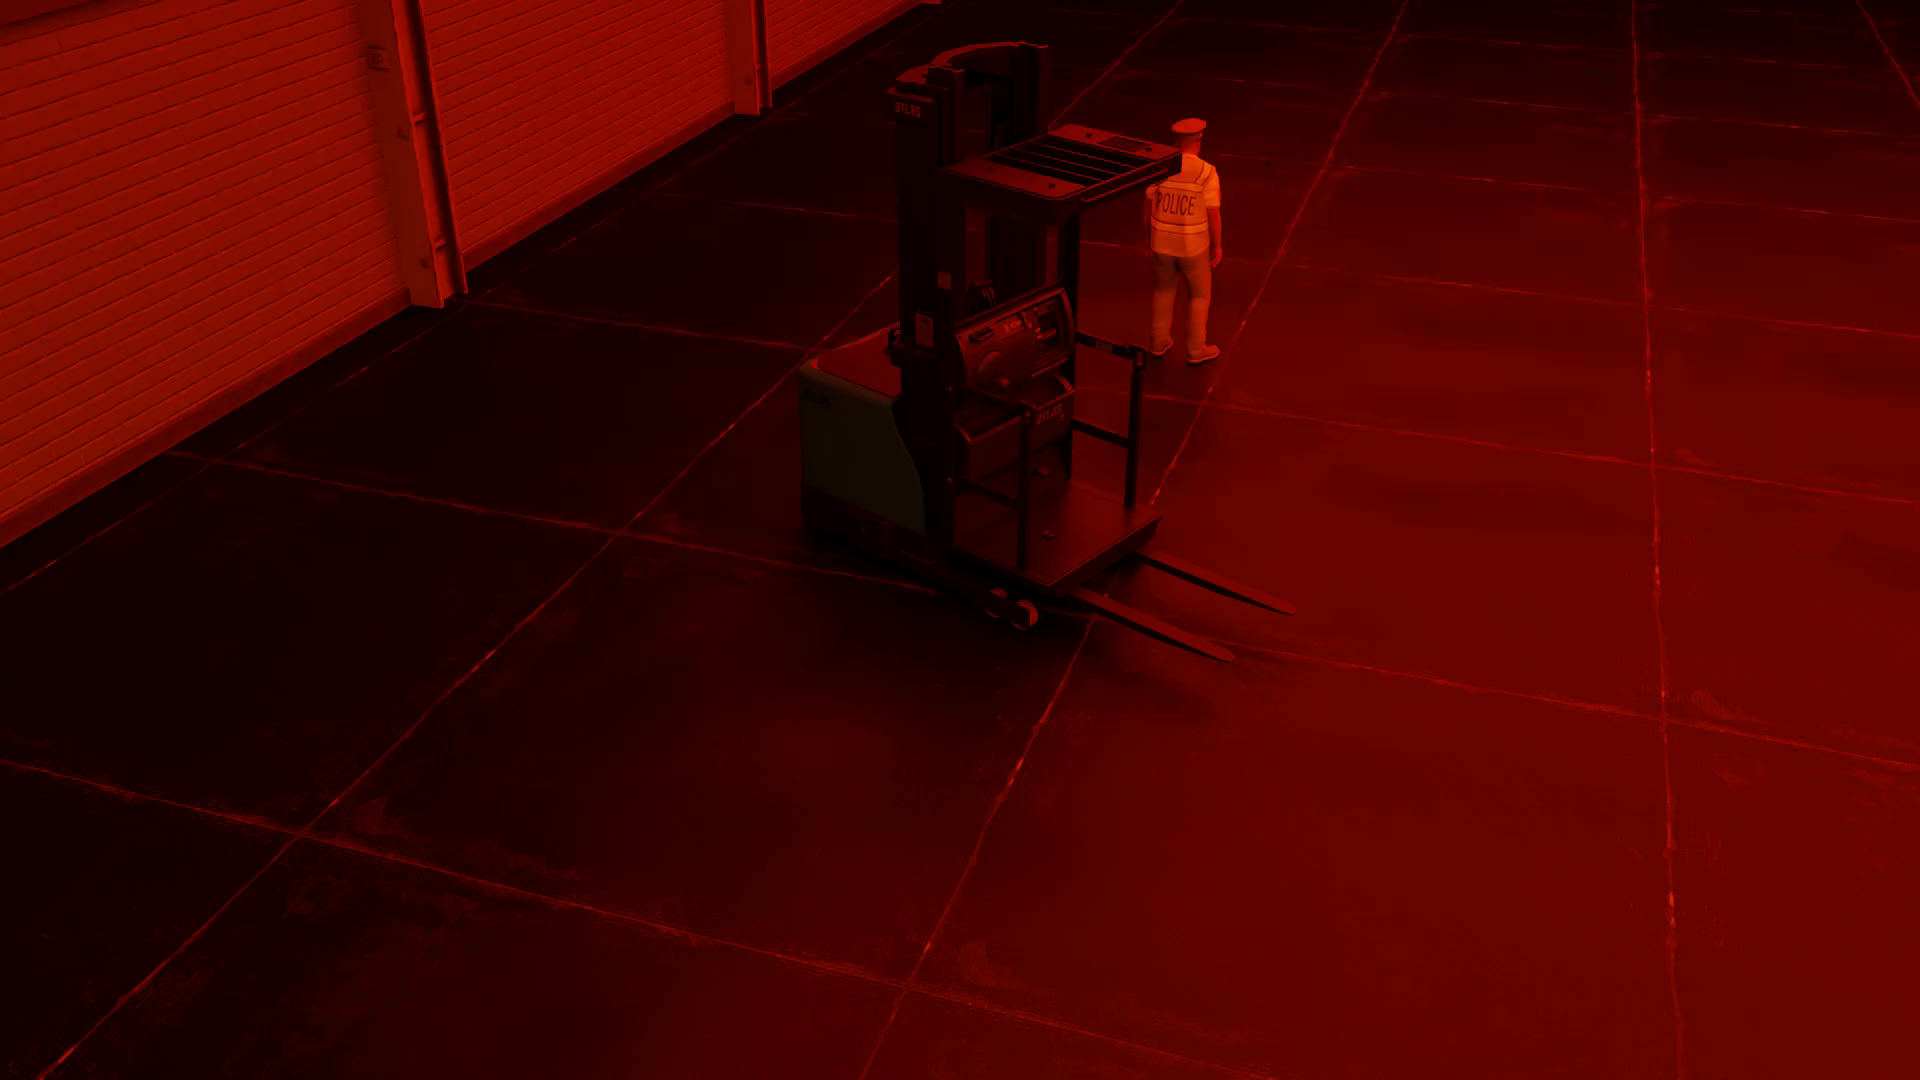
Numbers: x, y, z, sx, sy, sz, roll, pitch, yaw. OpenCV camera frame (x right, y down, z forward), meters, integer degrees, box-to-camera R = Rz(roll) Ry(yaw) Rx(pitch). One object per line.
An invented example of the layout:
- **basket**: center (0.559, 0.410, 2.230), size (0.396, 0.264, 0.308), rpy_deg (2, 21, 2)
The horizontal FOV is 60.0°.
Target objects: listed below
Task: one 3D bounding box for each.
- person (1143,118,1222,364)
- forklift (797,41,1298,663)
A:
- **person**: center (1.617, -2.155, 12.110), size (0.606, 1.747, 0.442), rpy_deg (15, 33, 24)
- **forklift**: center (0.469, -1.070, 9.013), size (3.031, 2.935, 1.130), rpy_deg (23, 37, 35)
